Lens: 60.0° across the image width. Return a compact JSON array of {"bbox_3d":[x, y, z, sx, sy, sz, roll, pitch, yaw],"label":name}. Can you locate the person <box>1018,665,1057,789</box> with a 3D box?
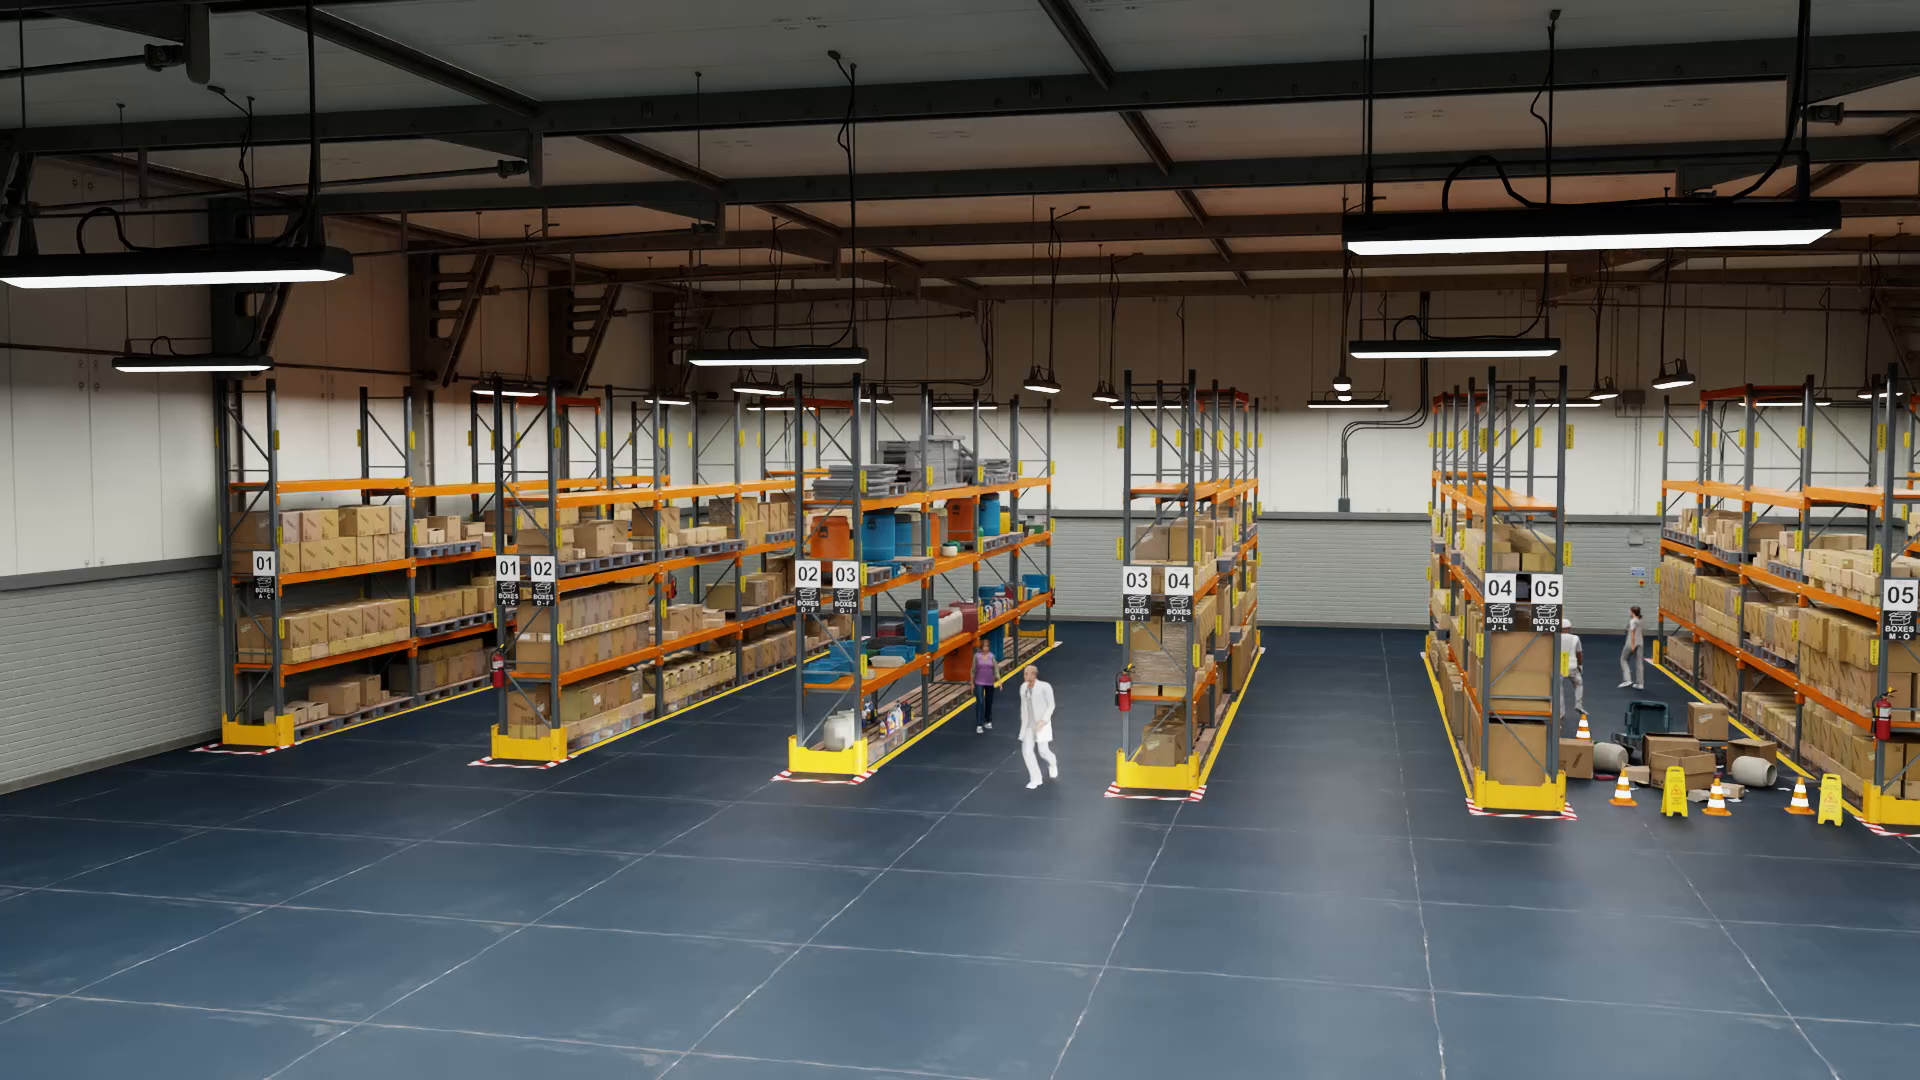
[{"bbox_3d":[1.121,2.687,24.152,0.634,1.753,0.738,2,4,30],"label":"person"}]

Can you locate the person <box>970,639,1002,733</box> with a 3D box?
[{"bbox_3d":[0.447,2.514,28.634,0.514,1.555,0.649,-1,4,-15],"label":"person"}]

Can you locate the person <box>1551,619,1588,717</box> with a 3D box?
[{"bbox_3d":[11.006,2.317,30.057,0.682,1.780,0.550,1,4,19],"label":"person"}]

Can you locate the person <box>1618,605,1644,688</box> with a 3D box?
[{"bbox_3d":[13.631,2.173,33.520,0.450,1.692,0.554,-1,3,-10],"label":"person"}]
